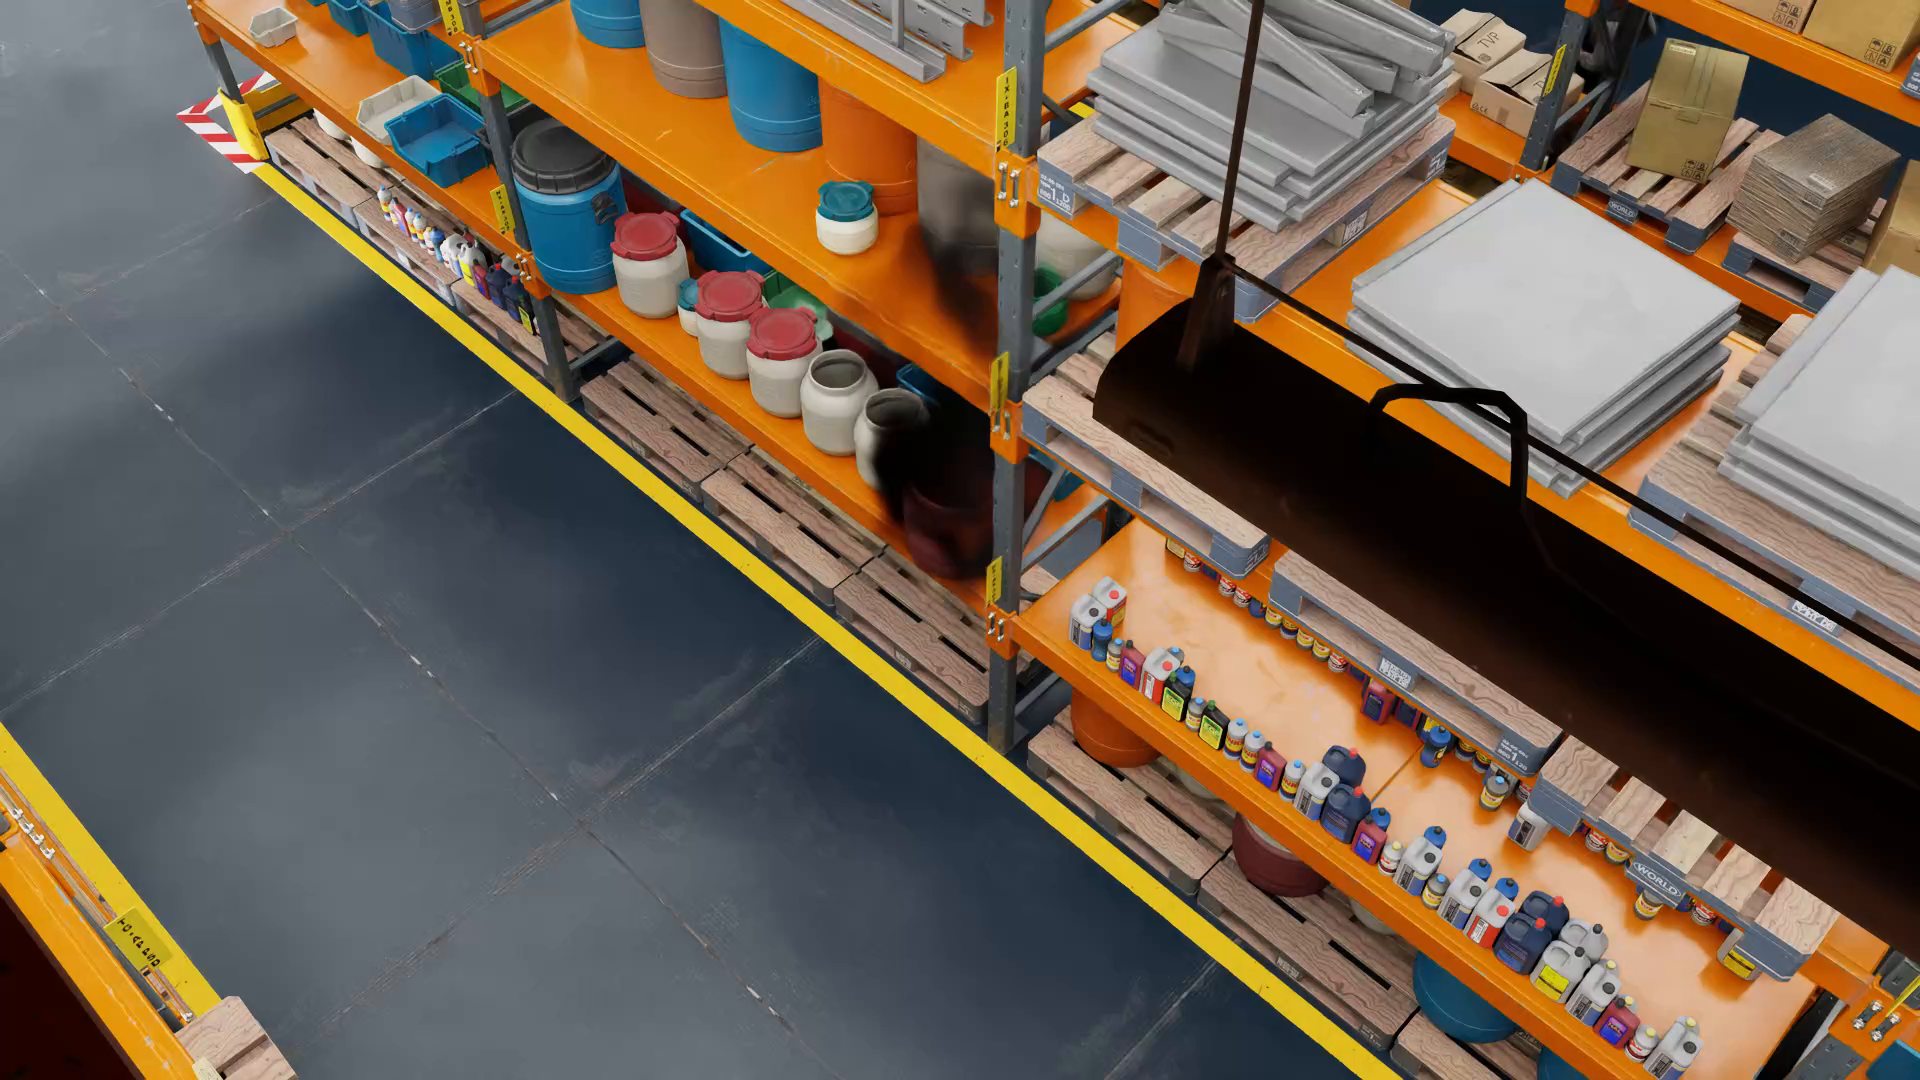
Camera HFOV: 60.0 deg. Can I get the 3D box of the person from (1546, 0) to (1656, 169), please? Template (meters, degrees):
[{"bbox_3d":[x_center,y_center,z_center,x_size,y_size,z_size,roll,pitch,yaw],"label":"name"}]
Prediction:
[{"bbox_3d":[4.640,-3.330,12.062,0.802,1.710,0.676,31,57,23],"label":"person"}]
